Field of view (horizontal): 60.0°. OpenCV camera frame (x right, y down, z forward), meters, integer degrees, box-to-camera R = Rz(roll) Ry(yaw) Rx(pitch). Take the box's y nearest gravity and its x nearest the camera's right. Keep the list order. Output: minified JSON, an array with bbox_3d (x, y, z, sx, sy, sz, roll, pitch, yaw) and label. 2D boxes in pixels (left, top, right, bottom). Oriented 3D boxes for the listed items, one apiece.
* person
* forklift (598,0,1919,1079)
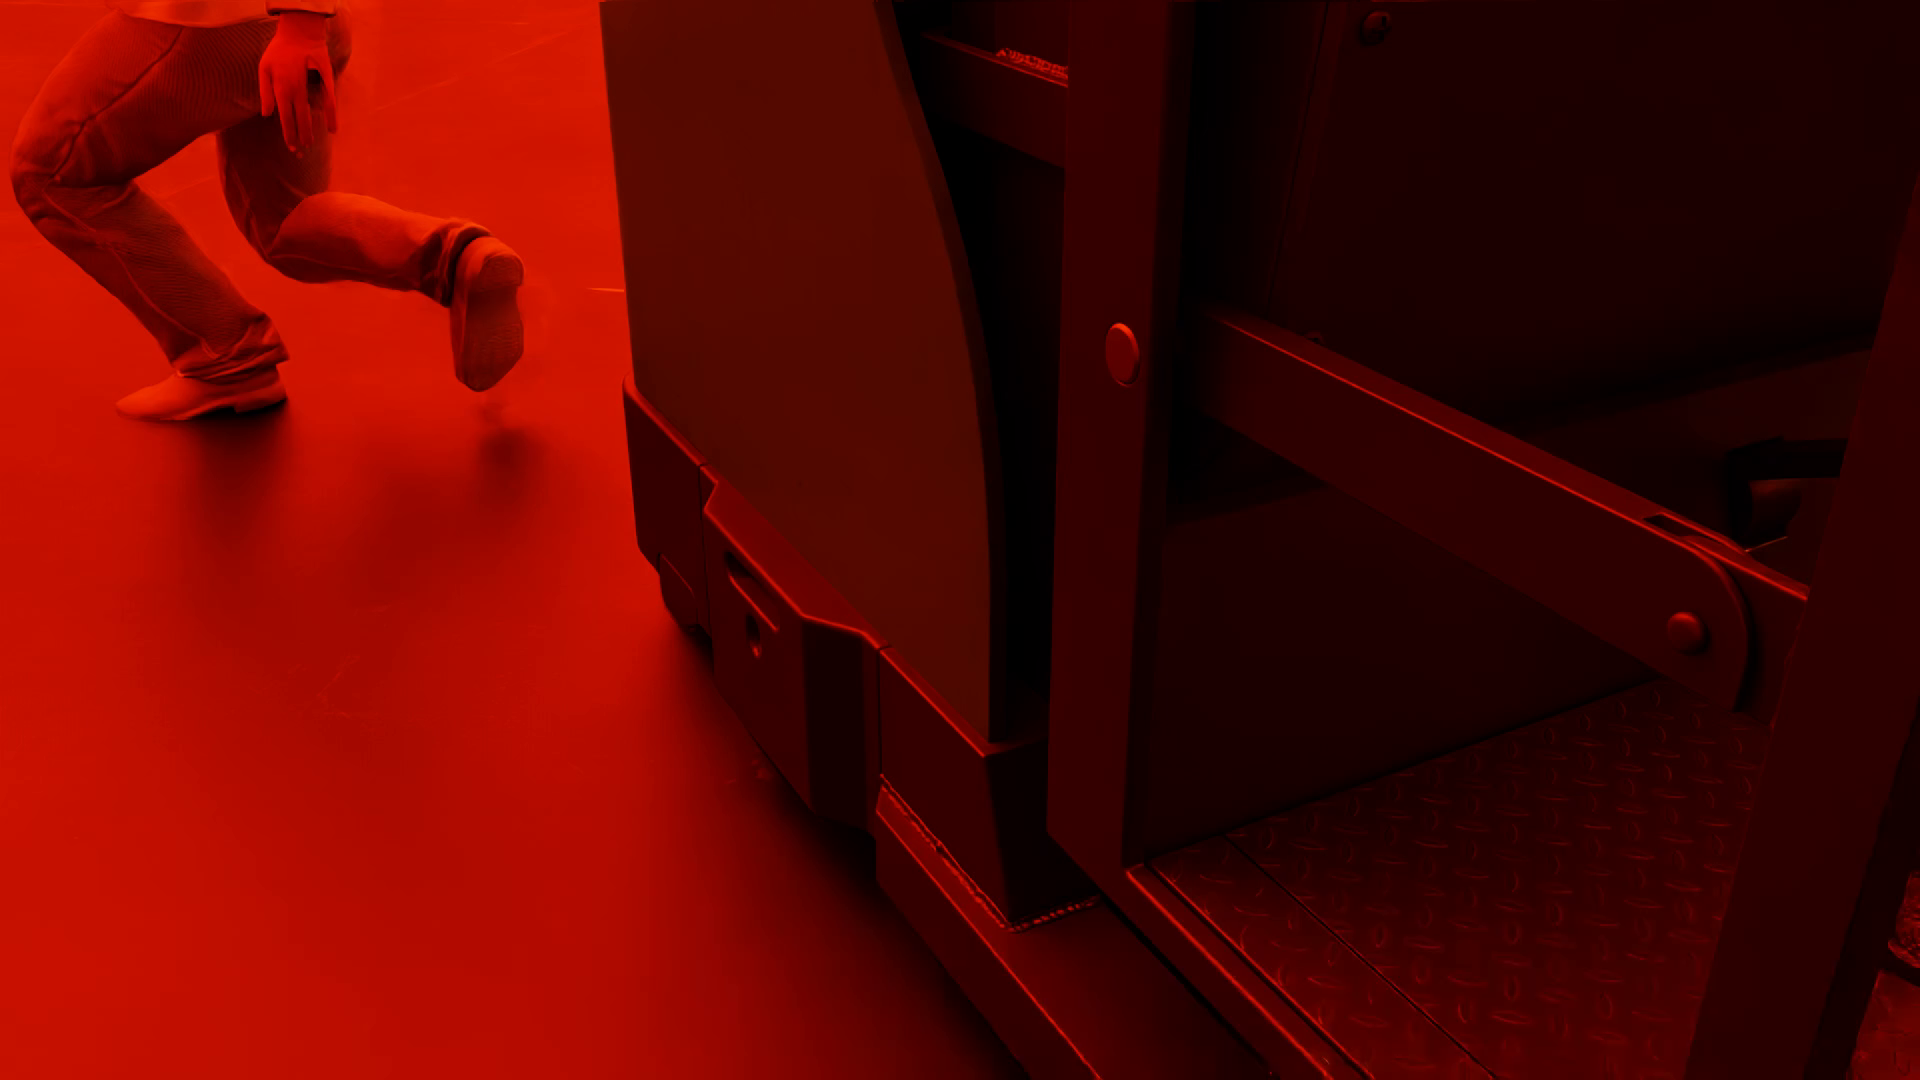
[{"bbox_3d":[-1.176,-0.887,2.596,0.867,1.552,0.626,-2,27,-4],"label":"person"},{"bbox_3d":[0.691,-0.782,0.795,1.130,2.935,3.031,-14,30,-25],"label":"forklift"}]
